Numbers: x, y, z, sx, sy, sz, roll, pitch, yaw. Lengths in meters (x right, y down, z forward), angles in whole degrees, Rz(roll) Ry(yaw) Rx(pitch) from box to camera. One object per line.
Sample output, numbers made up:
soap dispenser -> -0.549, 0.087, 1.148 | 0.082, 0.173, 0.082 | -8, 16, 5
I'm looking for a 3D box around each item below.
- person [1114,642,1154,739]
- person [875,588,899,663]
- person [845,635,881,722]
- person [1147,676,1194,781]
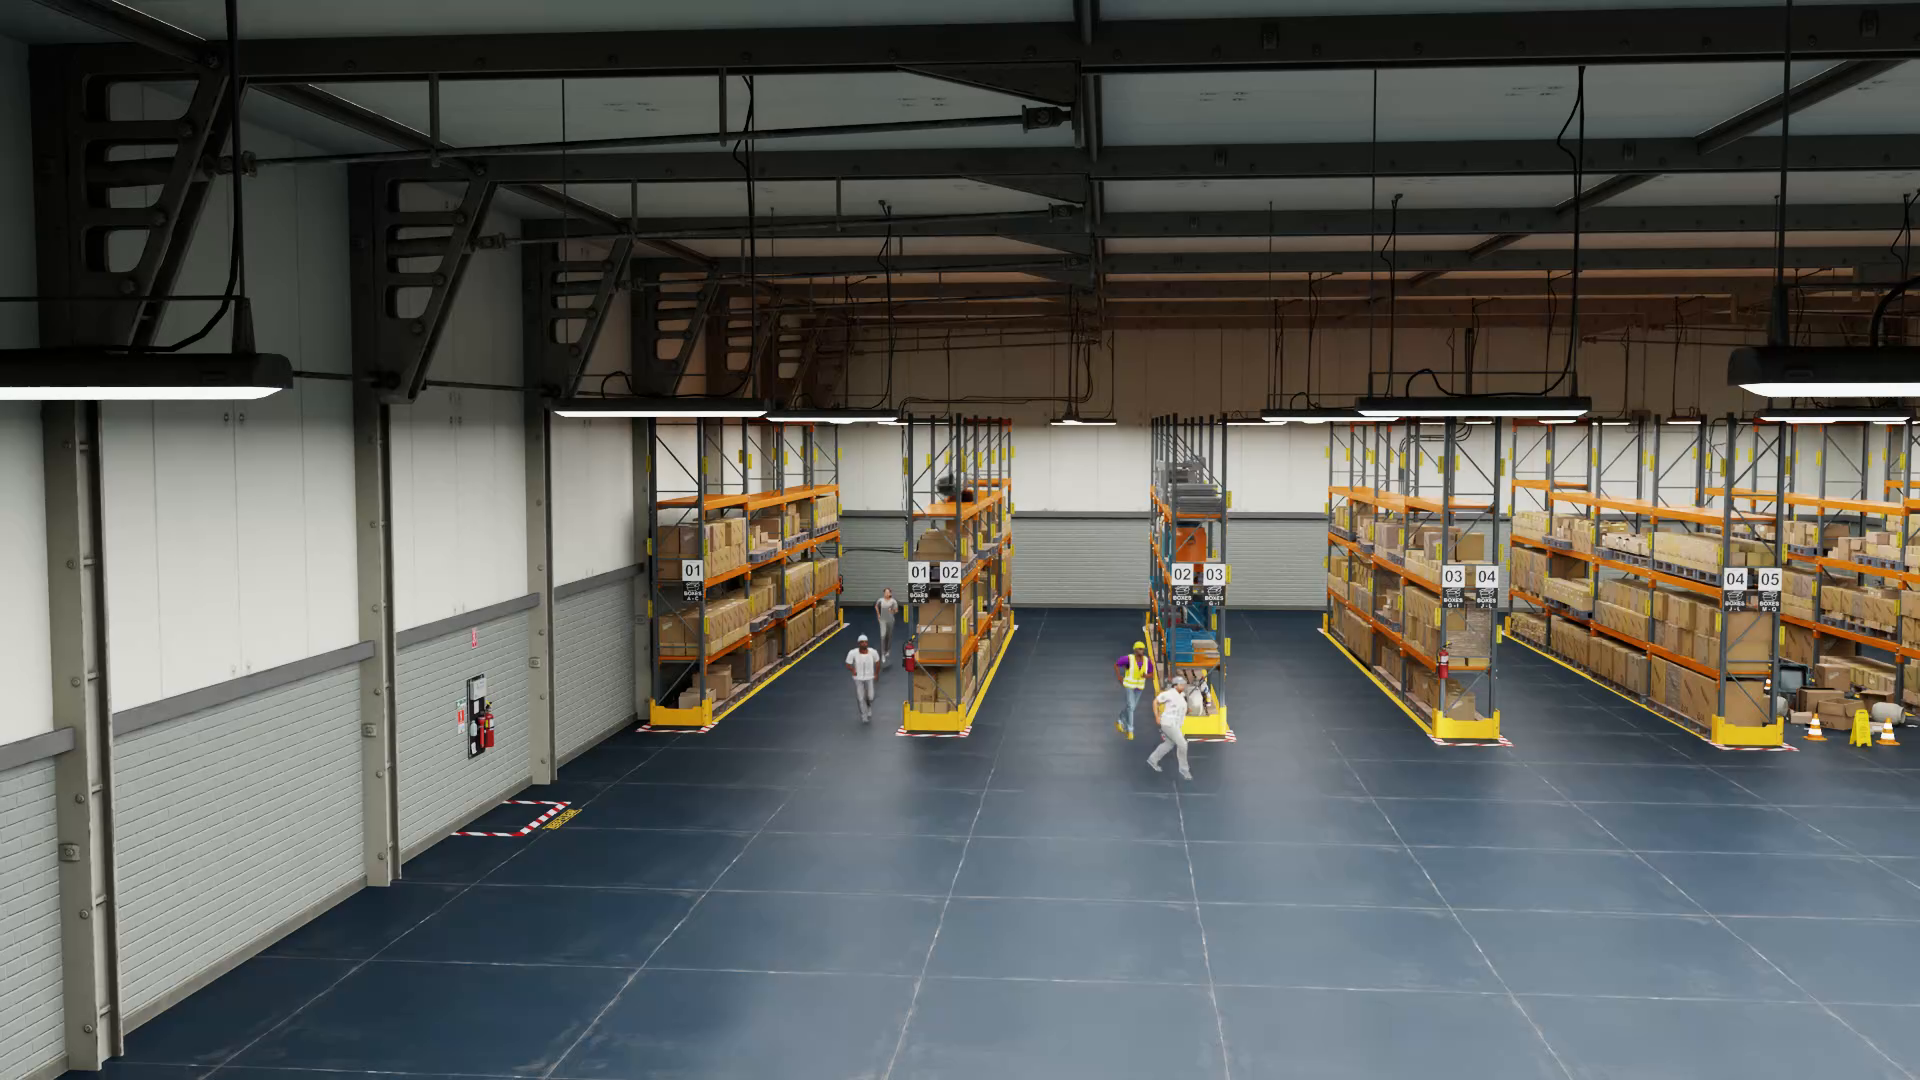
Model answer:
person -> 3.245, 2.790, 30.999 | 0.699, 1.830, 0.821 | -2, 4, -23
person -> -1.731, 1.998, 39.493 | 0.550, 1.753, 0.762 | 0, 4, -4
person -> -1.866, 2.697, 32.262 | 0.698, 1.719, 0.575 | -1, 4, -8
person -> 3.452, 3.071, 27.270 | 0.890, 1.712, 0.627 | 3, 5, 36
